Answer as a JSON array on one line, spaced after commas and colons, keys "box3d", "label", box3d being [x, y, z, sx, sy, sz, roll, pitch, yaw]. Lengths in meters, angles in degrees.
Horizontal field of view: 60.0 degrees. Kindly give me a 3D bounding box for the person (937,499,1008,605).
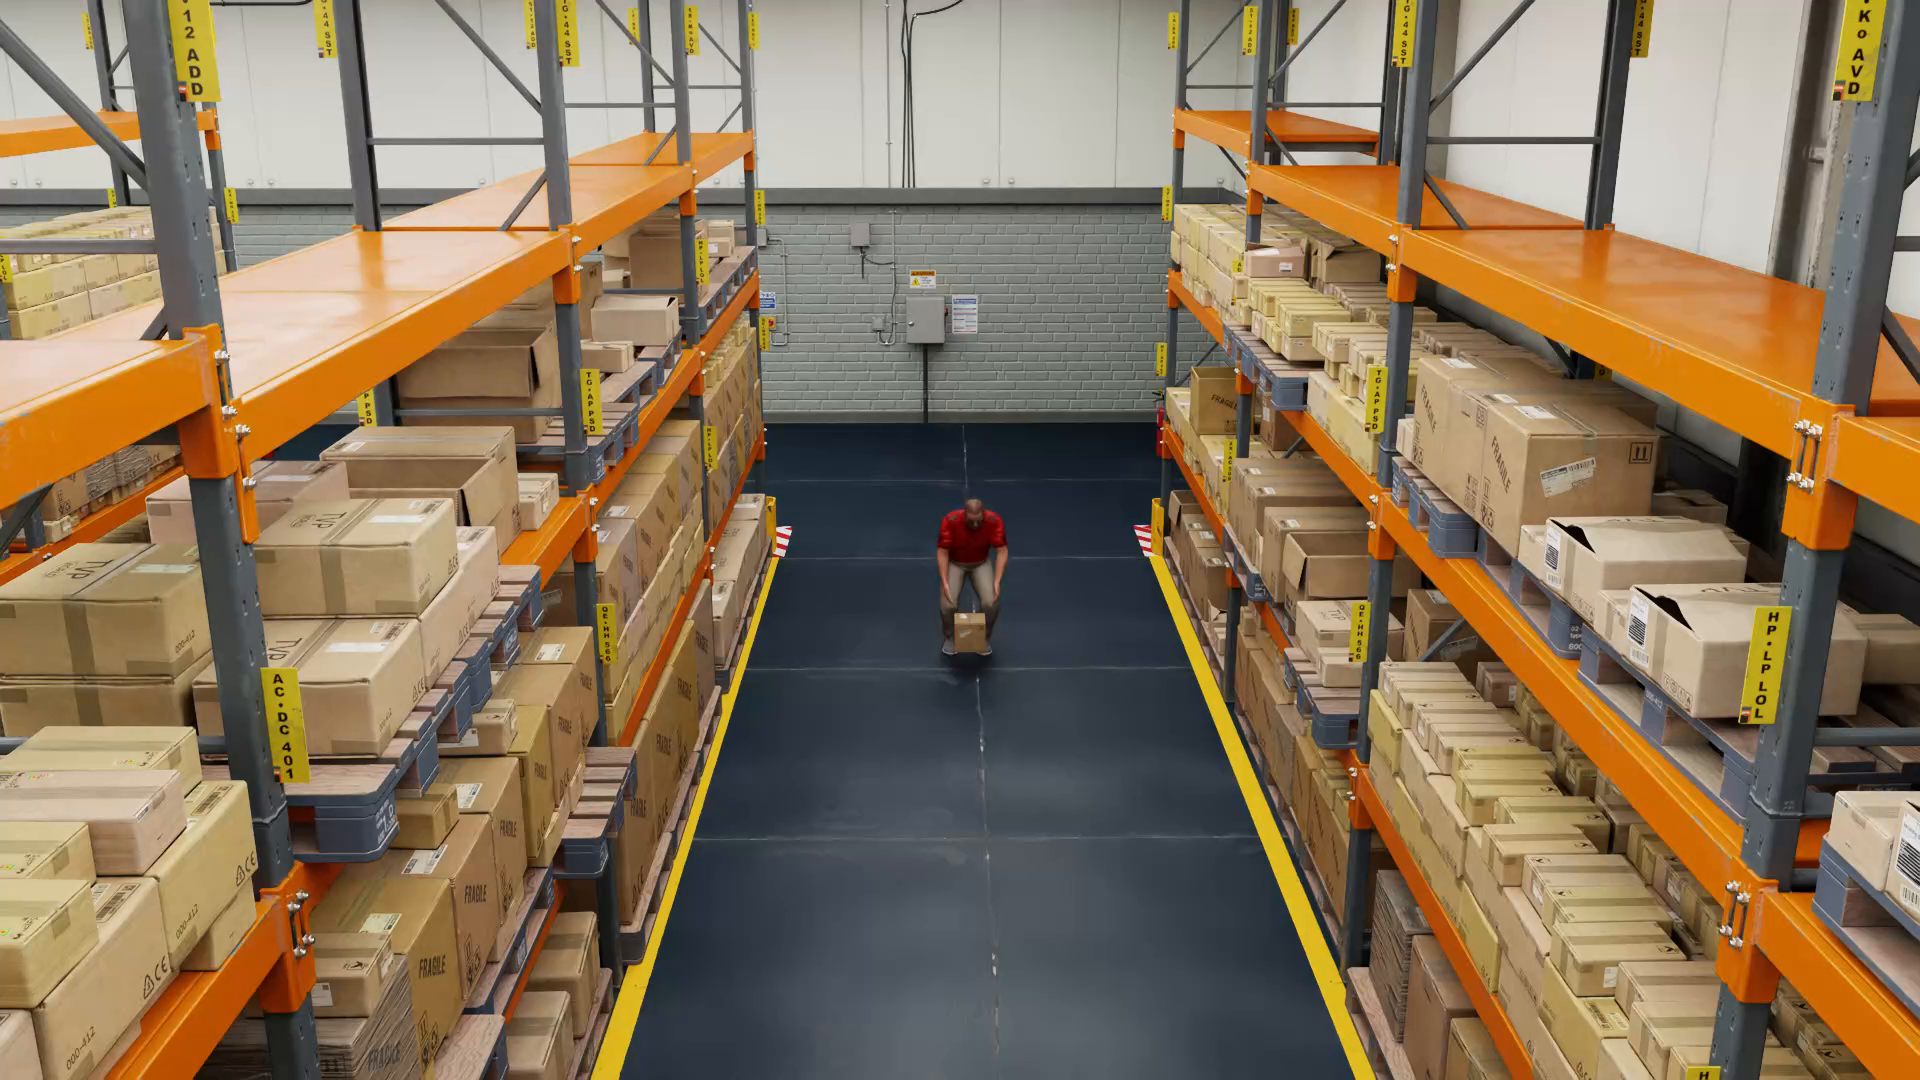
[{"box3d": [0.102, 0.039, 13.718, 0.590, 0.904, 0.613, 0, 17, -1], "label": "person"}]
